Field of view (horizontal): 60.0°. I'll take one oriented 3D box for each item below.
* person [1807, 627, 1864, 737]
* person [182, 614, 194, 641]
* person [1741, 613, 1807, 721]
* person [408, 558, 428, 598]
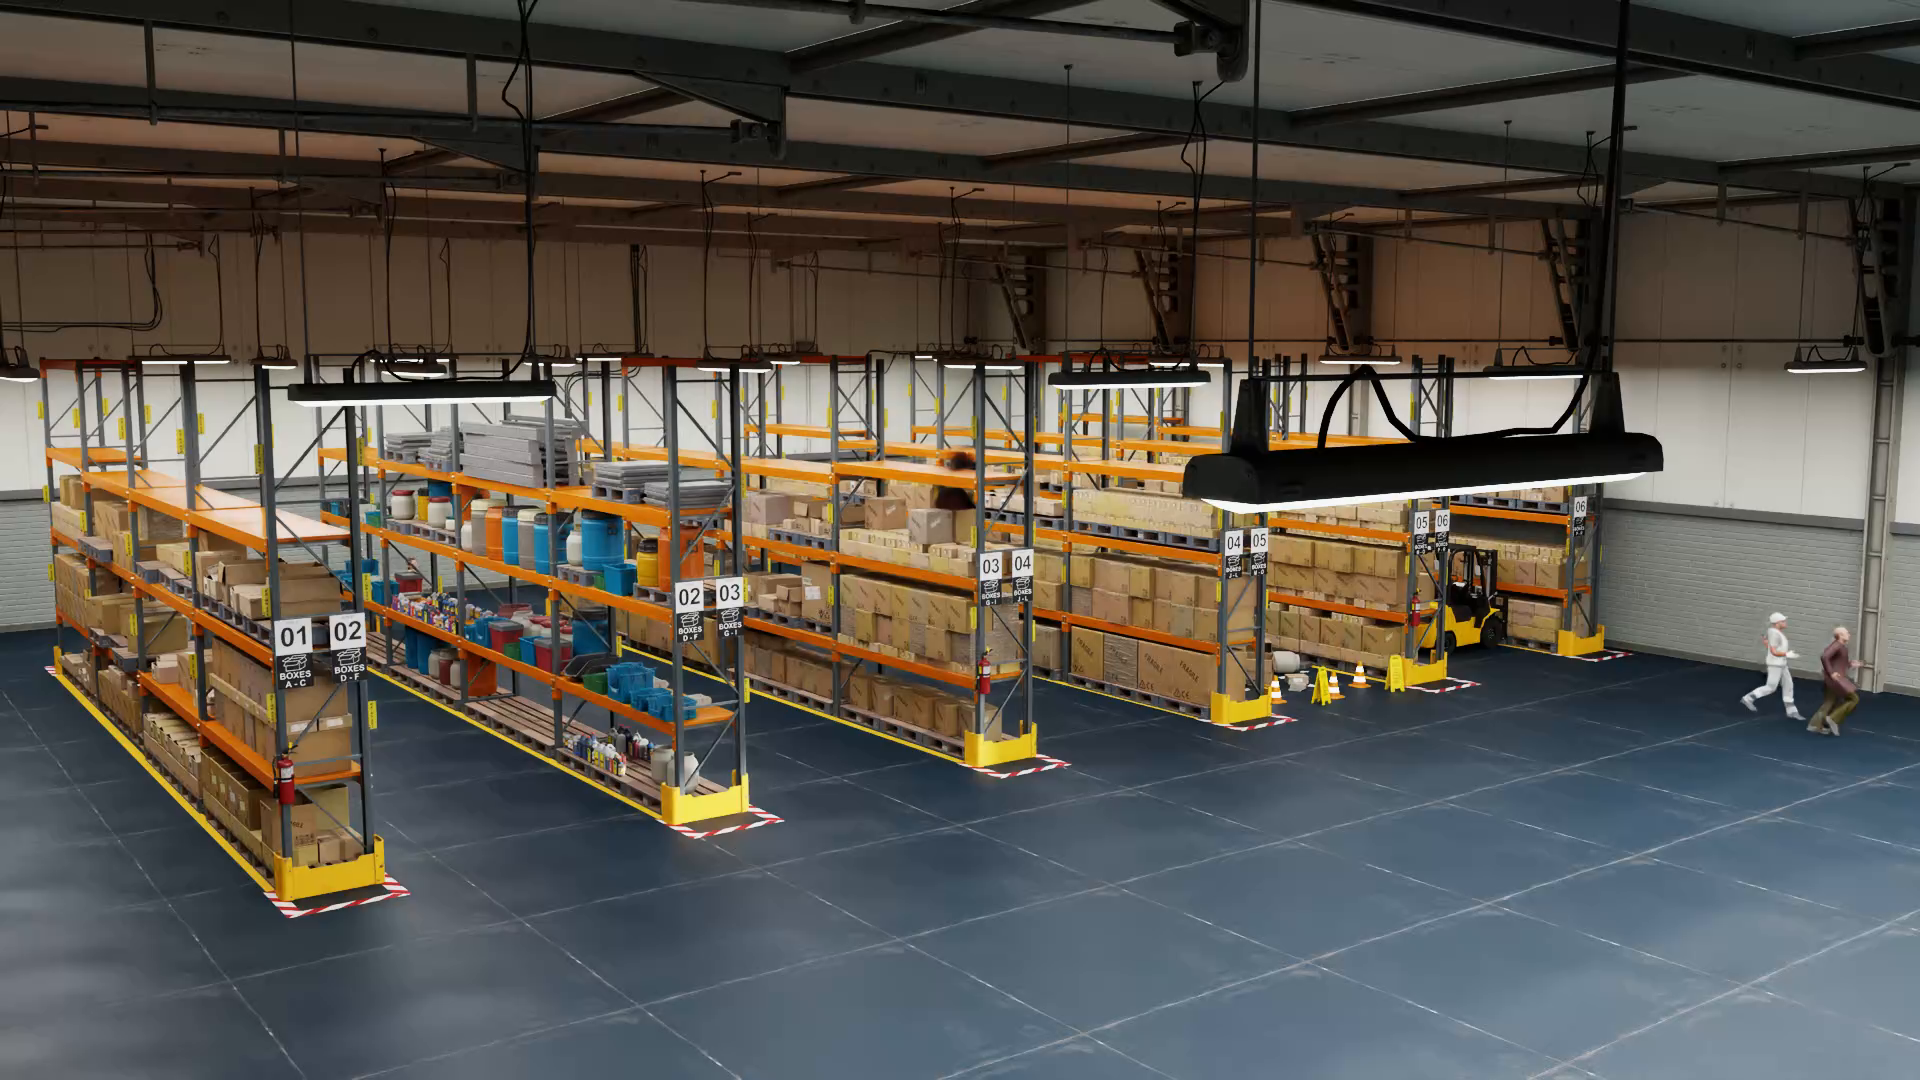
[{"bbox_3d":[14.033,2.265,26.637,0.775,1.755,0.697,2,7,19],"label":"person"},{"bbox_3d":[-15.369,1.532,32.964,0.781,1.744,0.728,2,7,20],"label":"person"},{"bbox_3d":[13.659,2.102,27.830,1.007,1.787,0.668,4,8,33],"label":"person"},{"bbox_3d":[-11.807,1.191,36.096,0.743,1.620,0.637,2,7,12],"label":"person"}]
